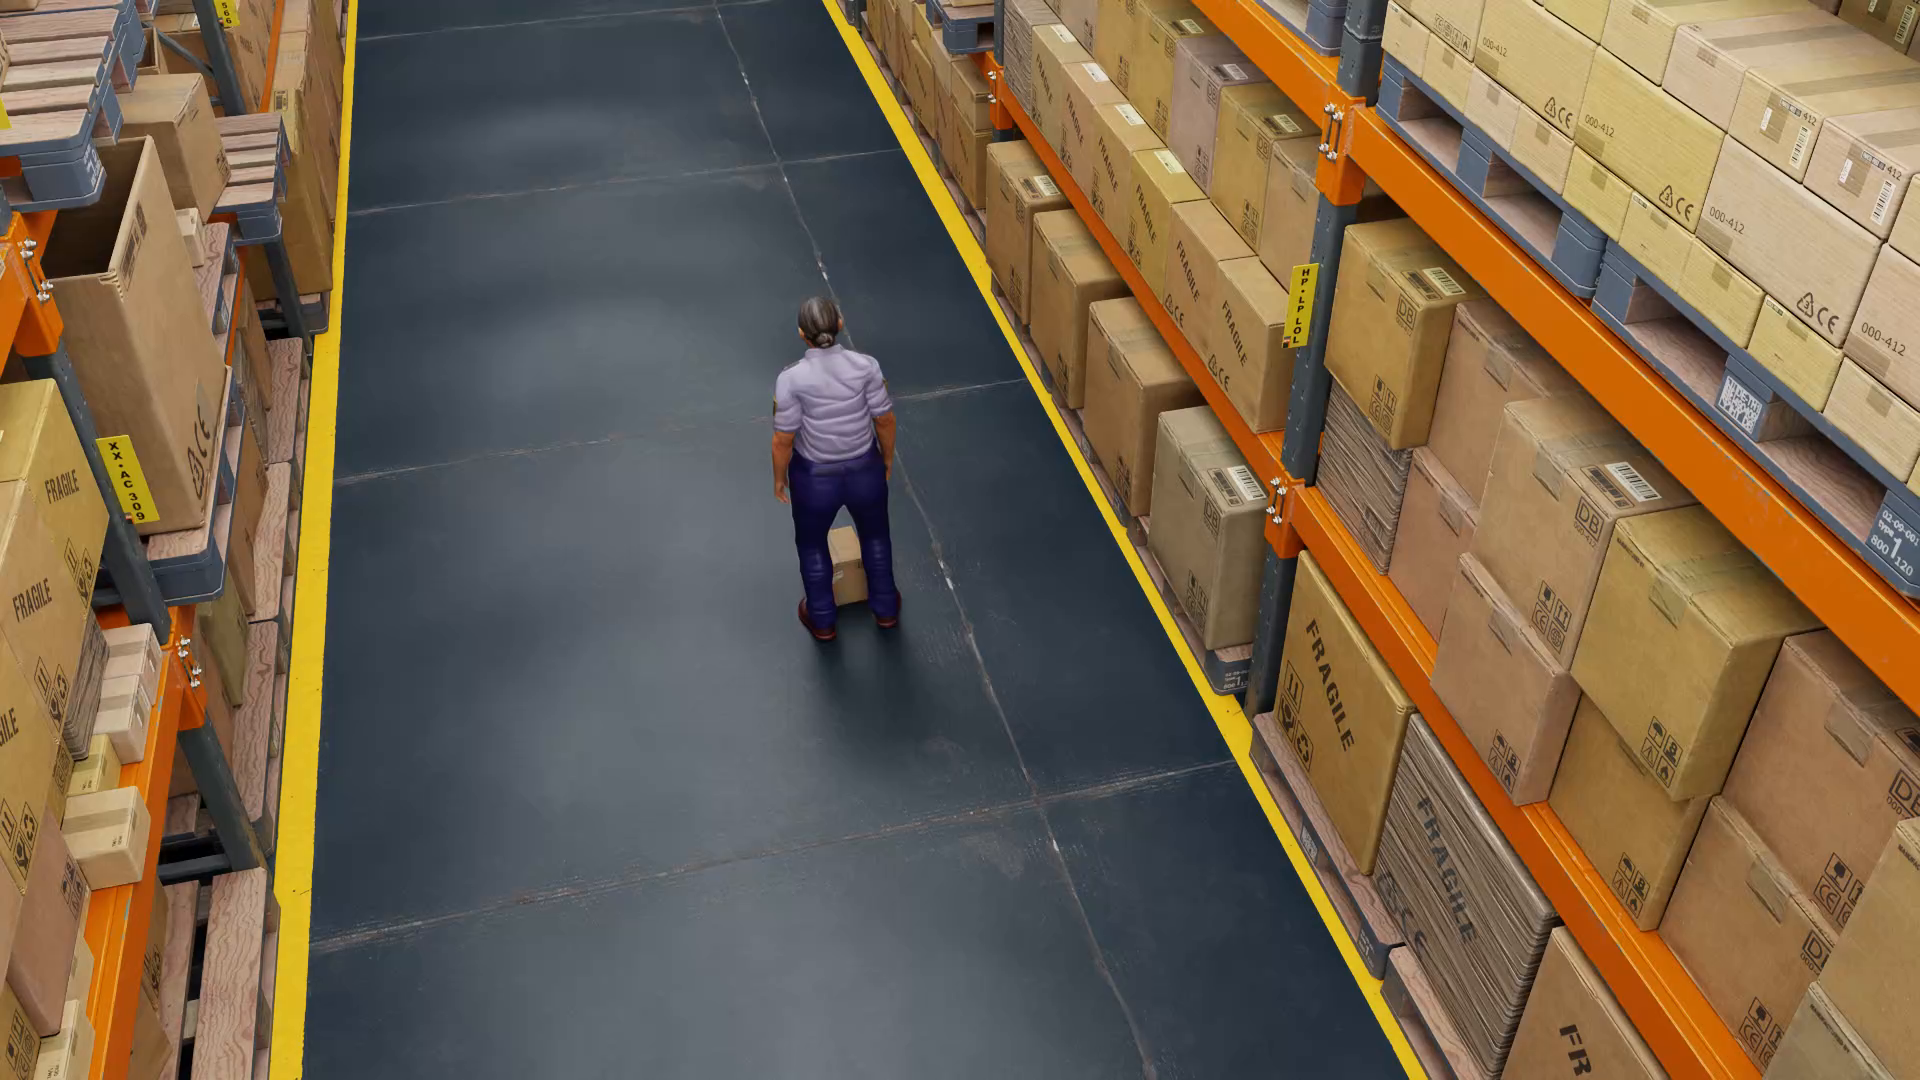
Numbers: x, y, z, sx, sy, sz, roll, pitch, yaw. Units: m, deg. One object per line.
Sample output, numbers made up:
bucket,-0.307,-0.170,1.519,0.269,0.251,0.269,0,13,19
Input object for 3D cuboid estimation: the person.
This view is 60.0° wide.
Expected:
person,-0.517,-0.277,7.069,0.558,1.652,0.363,-11,40,-13
